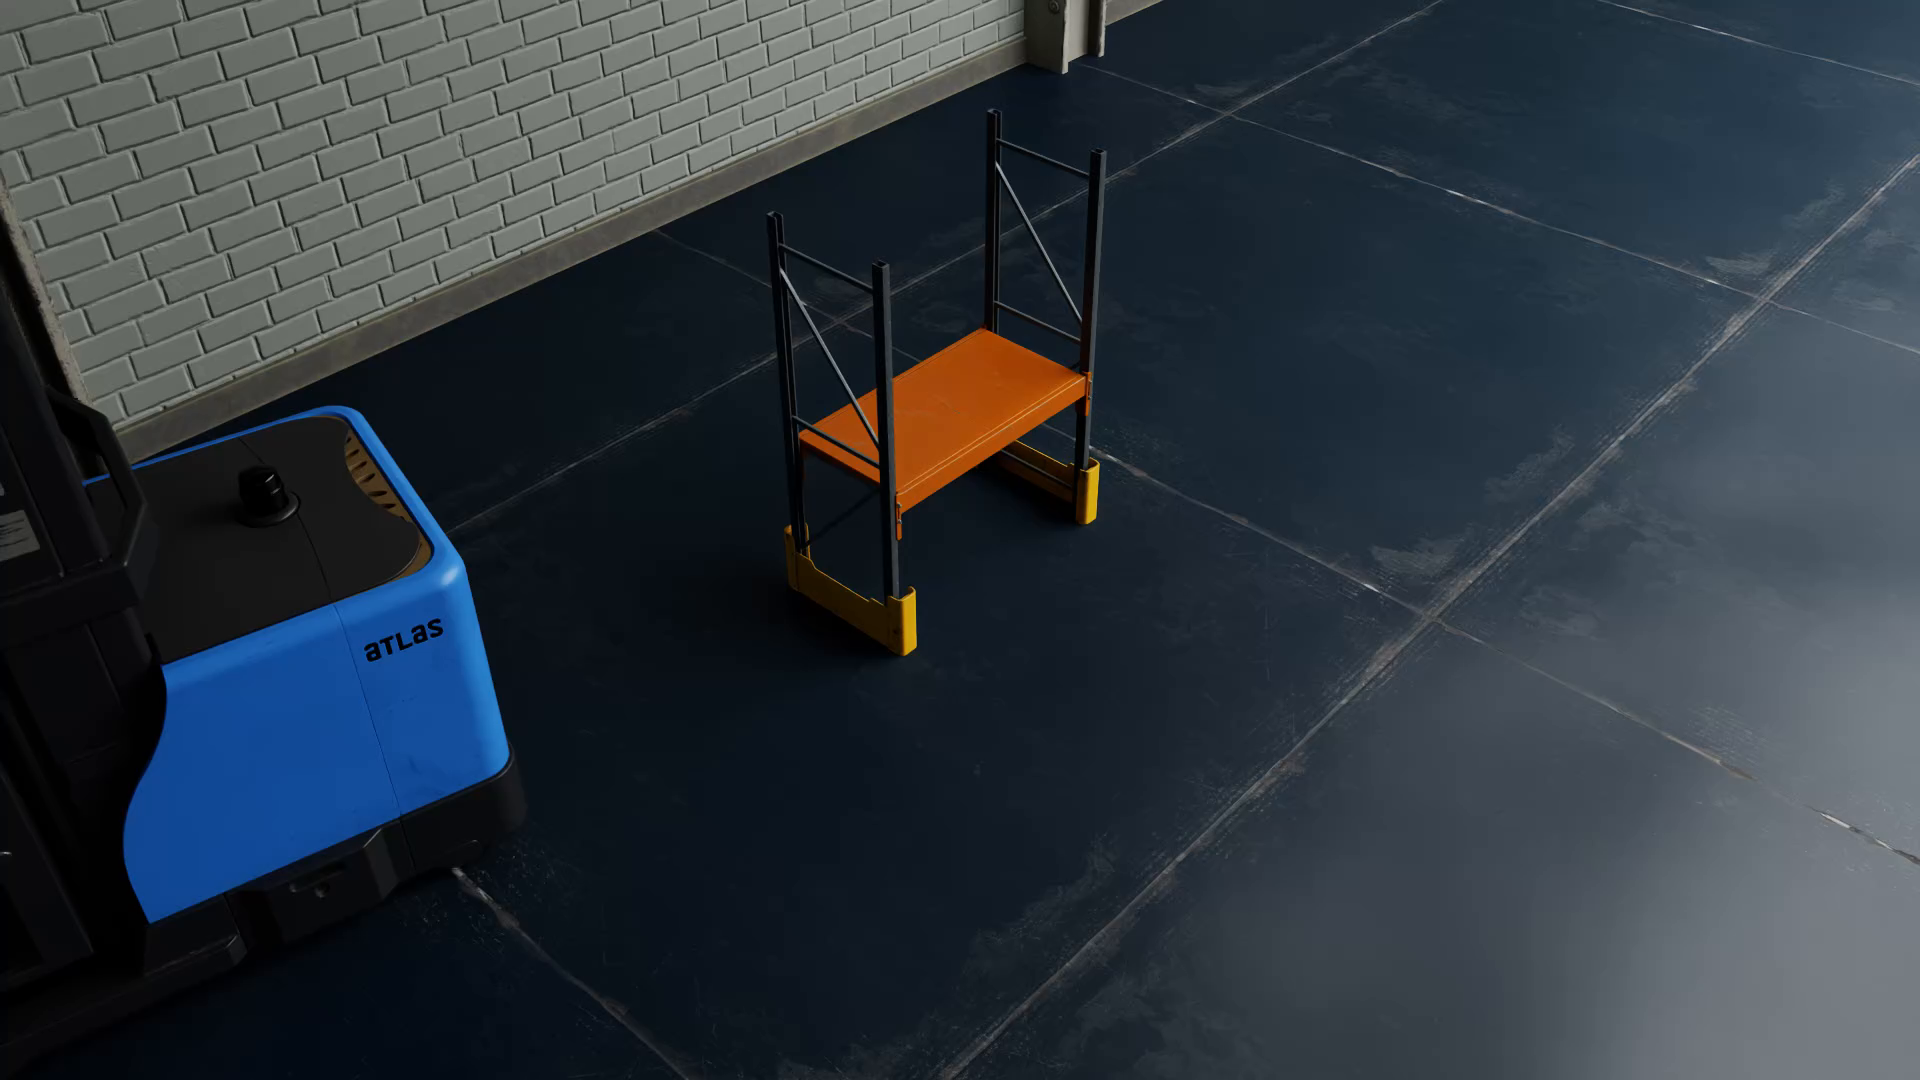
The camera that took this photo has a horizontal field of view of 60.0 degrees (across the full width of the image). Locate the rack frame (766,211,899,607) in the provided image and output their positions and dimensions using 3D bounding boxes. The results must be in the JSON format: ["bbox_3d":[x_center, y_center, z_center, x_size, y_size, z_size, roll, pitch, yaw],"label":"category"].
[{"bbox_3d":[-0.401,-0.314,5.440,0.500,1.500,0.032,30,47,32],"label":"rack frame"}]

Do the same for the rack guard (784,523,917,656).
[{"bbox_3d":[-0.387,0.166,5.840,0.587,0.250,0.087,30,47,32],"label":"rack guard"}]

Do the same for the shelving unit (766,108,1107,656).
[{"bbox_3d":[-0.051,-0.552,5.739,0.587,1.500,1.083,30,47,32],"label":"shelving unit"}]

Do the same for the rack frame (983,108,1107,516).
[{"bbox_3d":[0.285,-0.781,6.028,0.500,1.500,0.032,30,47,32],"label":"rack frame"}]

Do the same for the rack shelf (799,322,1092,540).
[{"bbox_3d":[-0.058,-0.407,5.846,0.538,0.185,1.000,30,47,32],"label":"rack shelf"}]

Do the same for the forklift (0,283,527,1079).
[{"bbox_3d":[-2.833,0.020,3.870,3.031,2.935,1.130,-23,44,-26],"label":"forklift"}]

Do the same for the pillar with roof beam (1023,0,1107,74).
[{"bbox_3d":[3.790,-4.572,4.770,9.100,9.000,0.400,30,47,32],"label":"pillar with roof beam"}]

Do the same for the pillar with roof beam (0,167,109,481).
[{"bbox_3d":[-0.258,-1.816,1.304,9.100,9.000,0.400,30,47,32],"label":"pillar with roof beam"}]

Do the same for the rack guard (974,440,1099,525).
[{"bbox_3d":[0.285,-0.292,6.416,0.587,0.250,0.087,30,47,32],"label":"rack guard"}]
